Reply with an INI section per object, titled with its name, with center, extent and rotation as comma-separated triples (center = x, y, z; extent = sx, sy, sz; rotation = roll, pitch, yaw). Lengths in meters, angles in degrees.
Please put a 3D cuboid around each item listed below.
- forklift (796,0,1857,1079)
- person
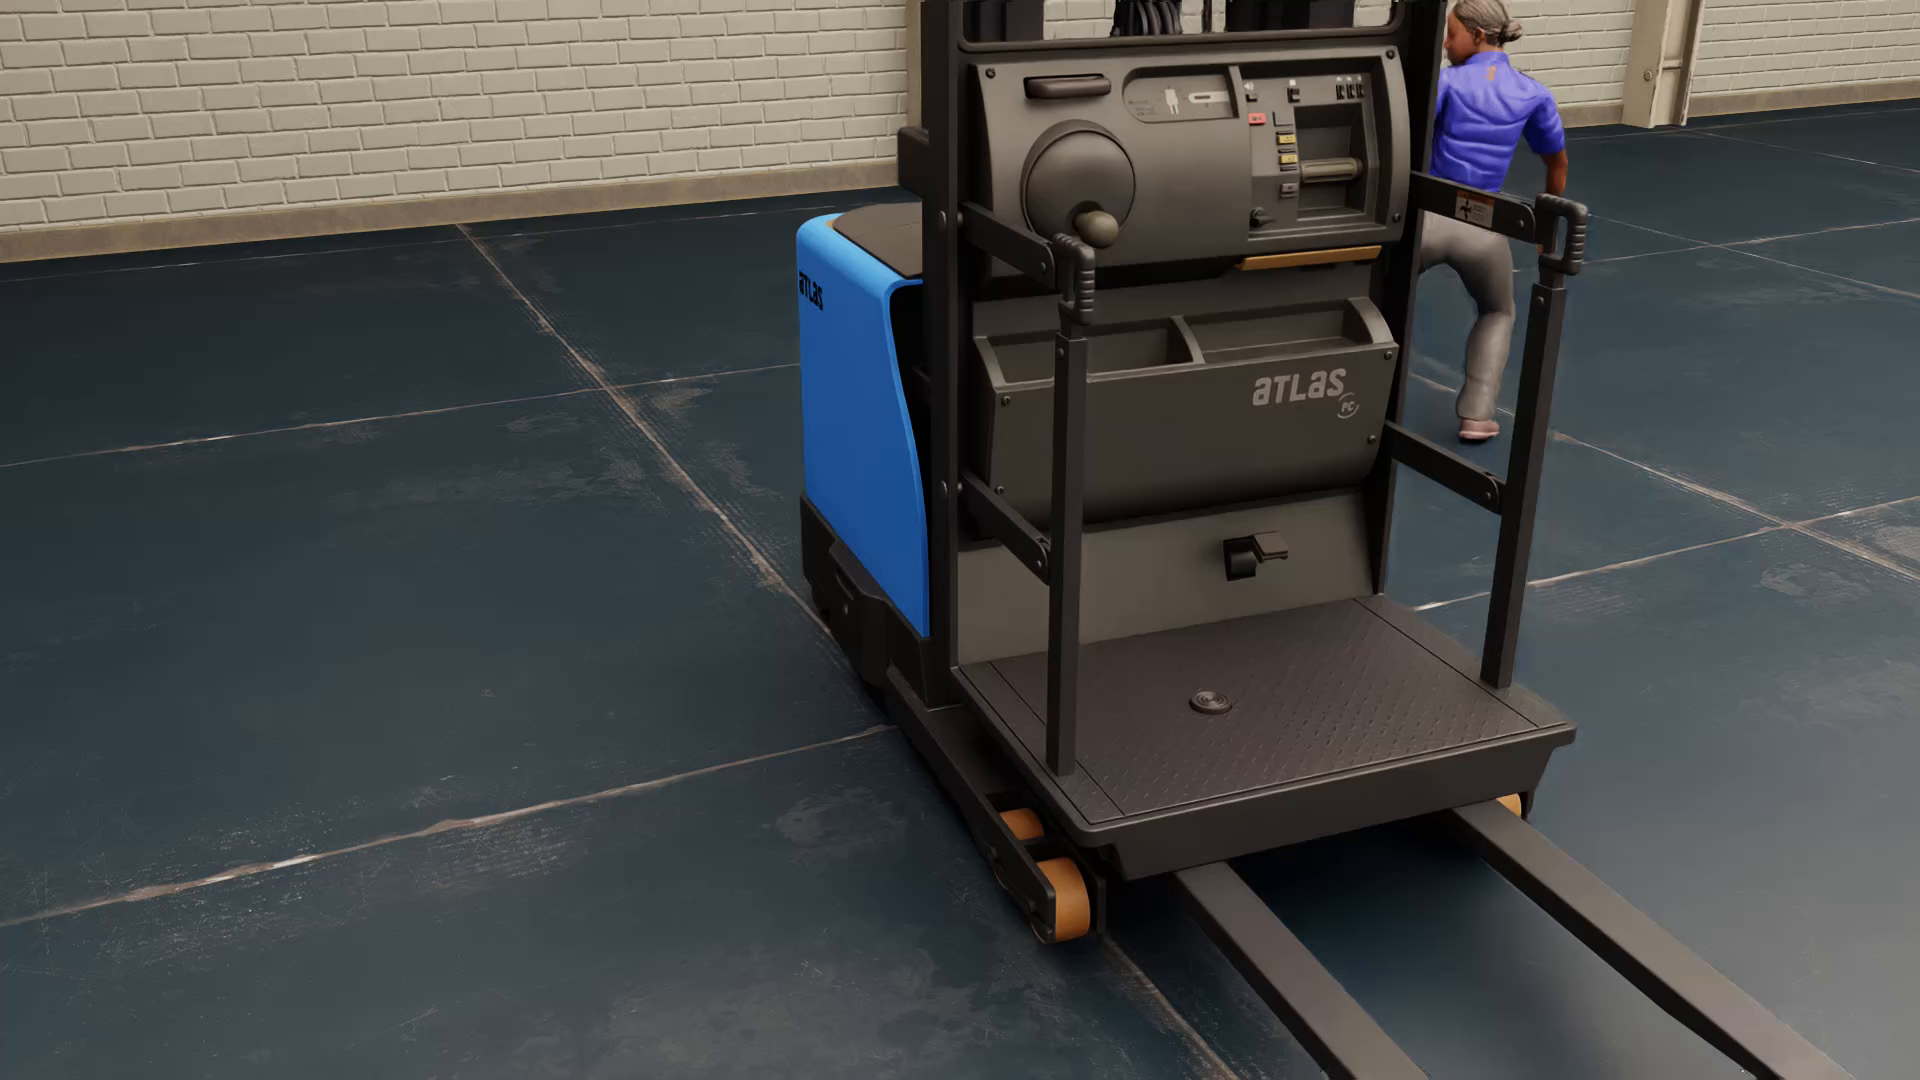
[forklift]
center = 0.555, -0.752, 3.096
extent = 1.130, 2.935, 3.031
rotation = -8, 24, -19
[person]
center = 1.681, -1.093, 5.766
extent = 0.799, 1.553, 0.509
rotation = 4, 23, 9
